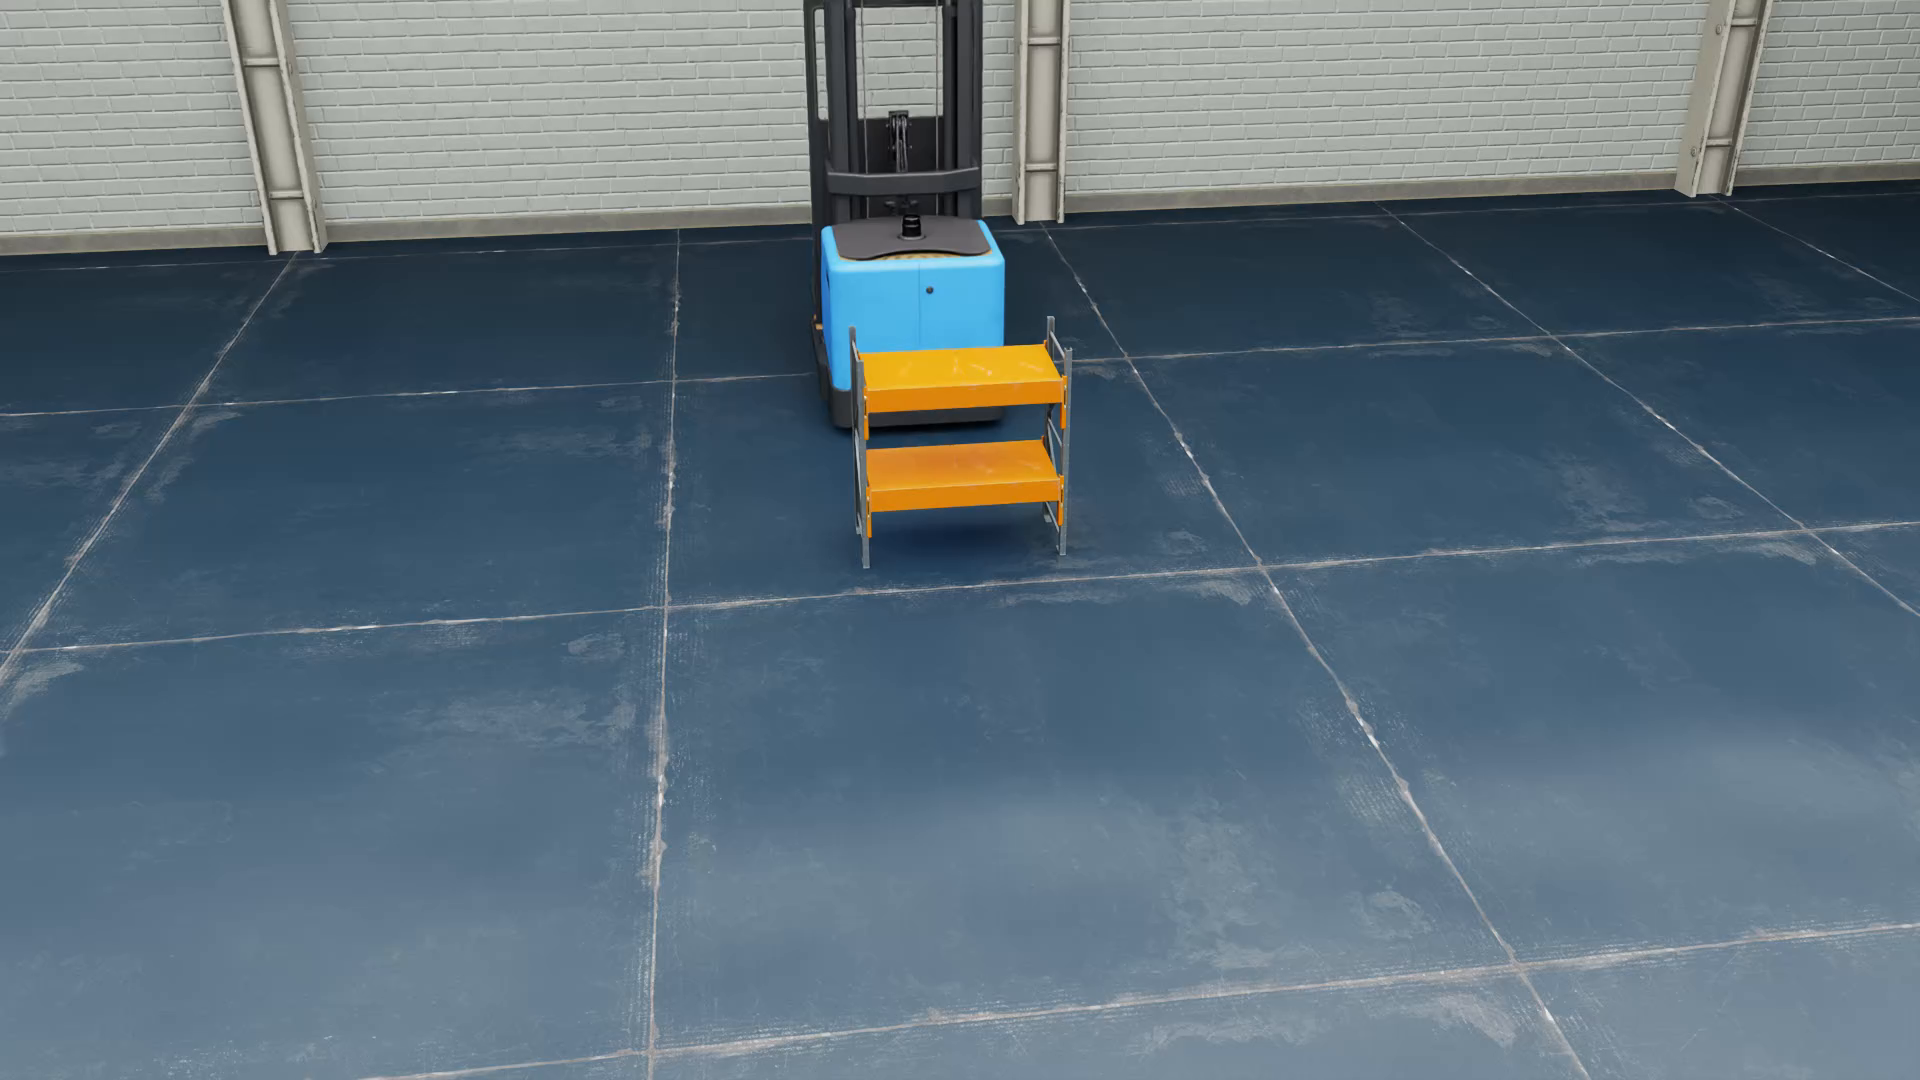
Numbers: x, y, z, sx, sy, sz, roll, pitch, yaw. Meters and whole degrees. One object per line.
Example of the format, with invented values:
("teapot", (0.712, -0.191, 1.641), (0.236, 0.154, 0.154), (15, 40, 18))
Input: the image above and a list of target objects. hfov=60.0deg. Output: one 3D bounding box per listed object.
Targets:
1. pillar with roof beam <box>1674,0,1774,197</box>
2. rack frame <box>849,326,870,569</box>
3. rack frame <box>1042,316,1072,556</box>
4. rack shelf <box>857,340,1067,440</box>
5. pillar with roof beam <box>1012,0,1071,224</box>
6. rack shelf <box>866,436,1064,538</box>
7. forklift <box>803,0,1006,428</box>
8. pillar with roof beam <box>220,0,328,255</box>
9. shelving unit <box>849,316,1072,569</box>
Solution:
("pillar with roof beam", (7.198, -5.157, 8.944), (0.400, 9.000, 9.100), (-4, 27, -7))
("rack frame", (-0.510, -0.468, 8.429), (0.032, 1.125, 0.500), (-4, 27, -7))
("rack frame", (0.497, -0.532, 8.555), (0.032, 1.125, 0.500), (-4, 27, -7))
("rack shelf", (-0.007, -0.760, 8.359), (1.000, 0.278, 0.538), (-4, 27, -7))
("pillar with roof beam", (1.256, -4.776, 8.200), (0.400, 9.000, 9.100), (-4, 27, -7))
("rack shelf", (-0.007, -0.282, 8.604), (1.000, 0.278, 0.538), (-4, 27, -7))
("forklift", (-0.438, -2.615, 10.636), (1.130, 2.935, 3.031), (-4, 27, -7))
("pillar with roof beam", (-4.685, -4.394, 7.456), (0.400, 9.000, 9.100), (-4, 27, -7))
("shelving unit", (-0.007, -0.500, 8.492), (1.048, 1.125, 0.538), (-4, 27, -7))
